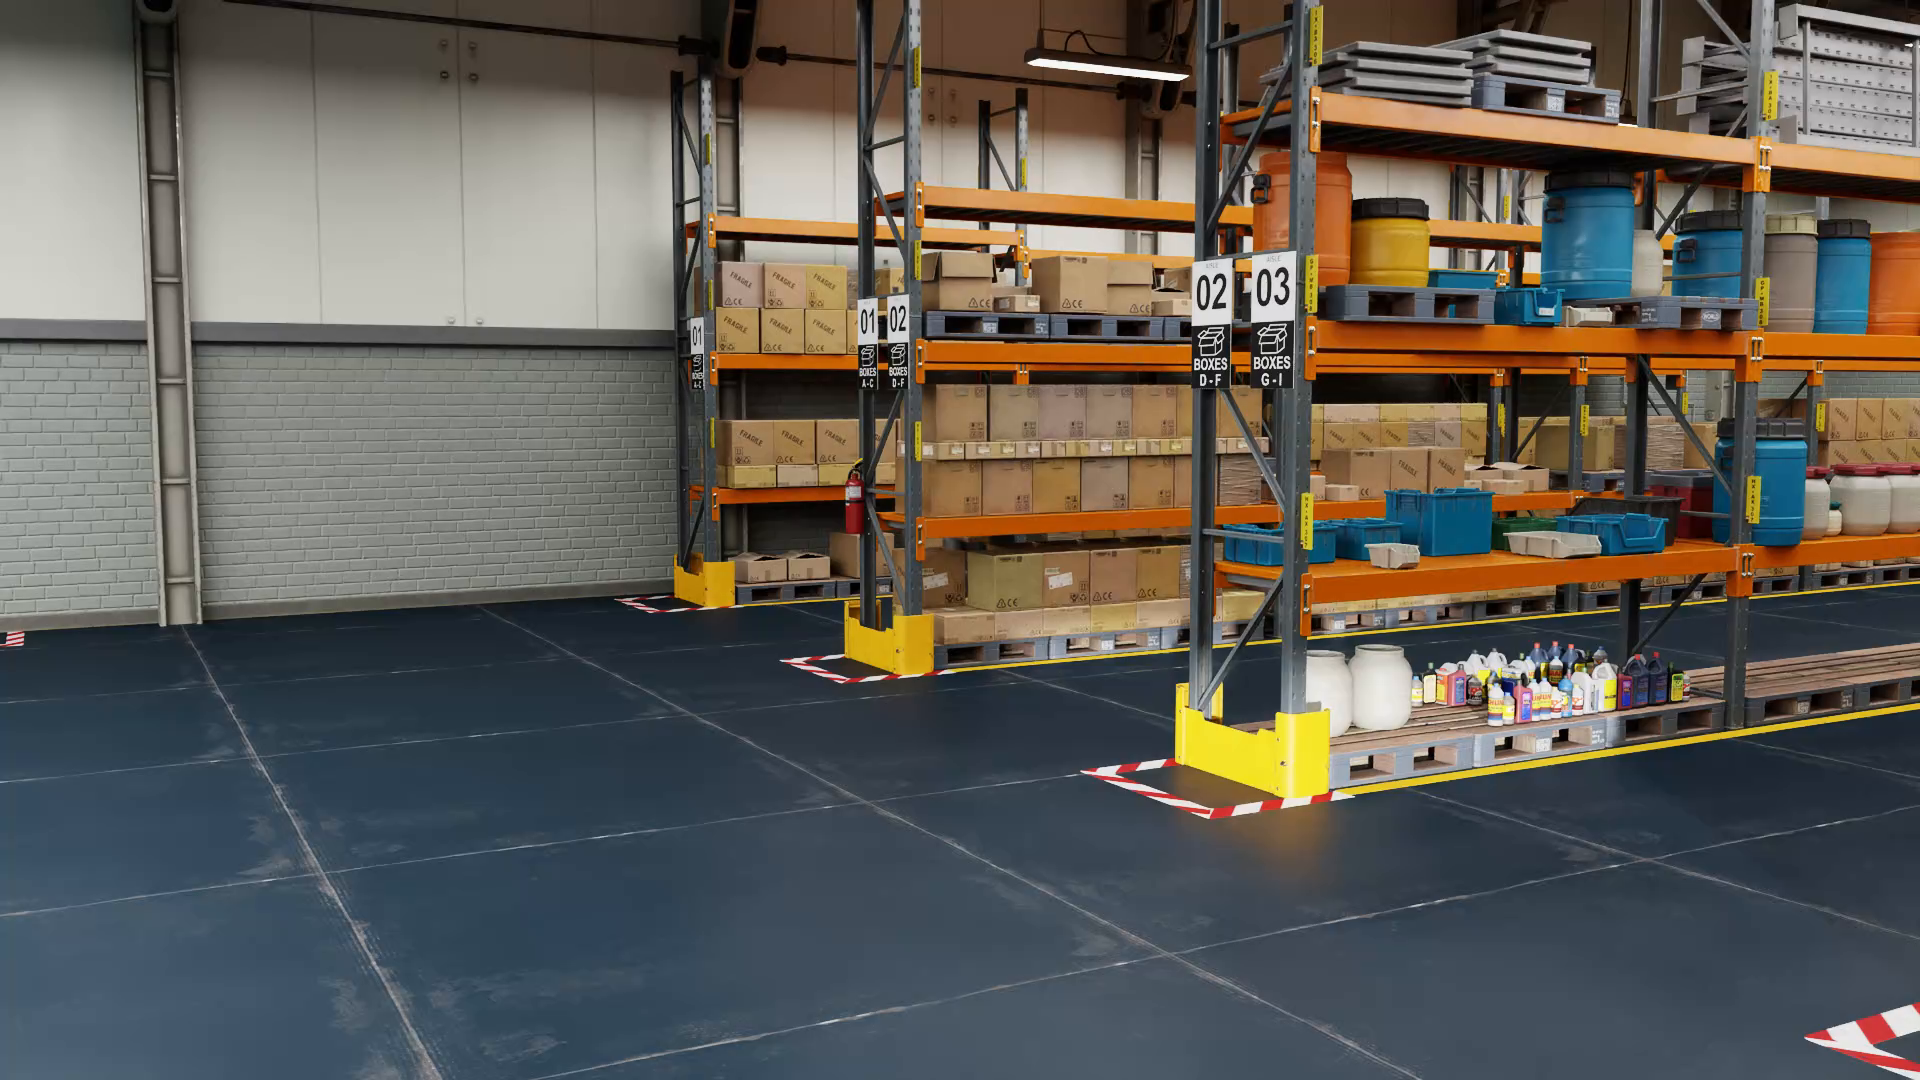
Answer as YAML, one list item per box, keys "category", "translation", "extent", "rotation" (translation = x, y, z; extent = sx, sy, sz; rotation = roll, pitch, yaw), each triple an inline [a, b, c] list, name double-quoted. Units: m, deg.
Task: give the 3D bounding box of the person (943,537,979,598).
- category: "person"
  translation: [0.053, 0.036, 17.191]
  extent: [0.450, 1.646, 0.523]
  rotation: [-3, 6, -28]
